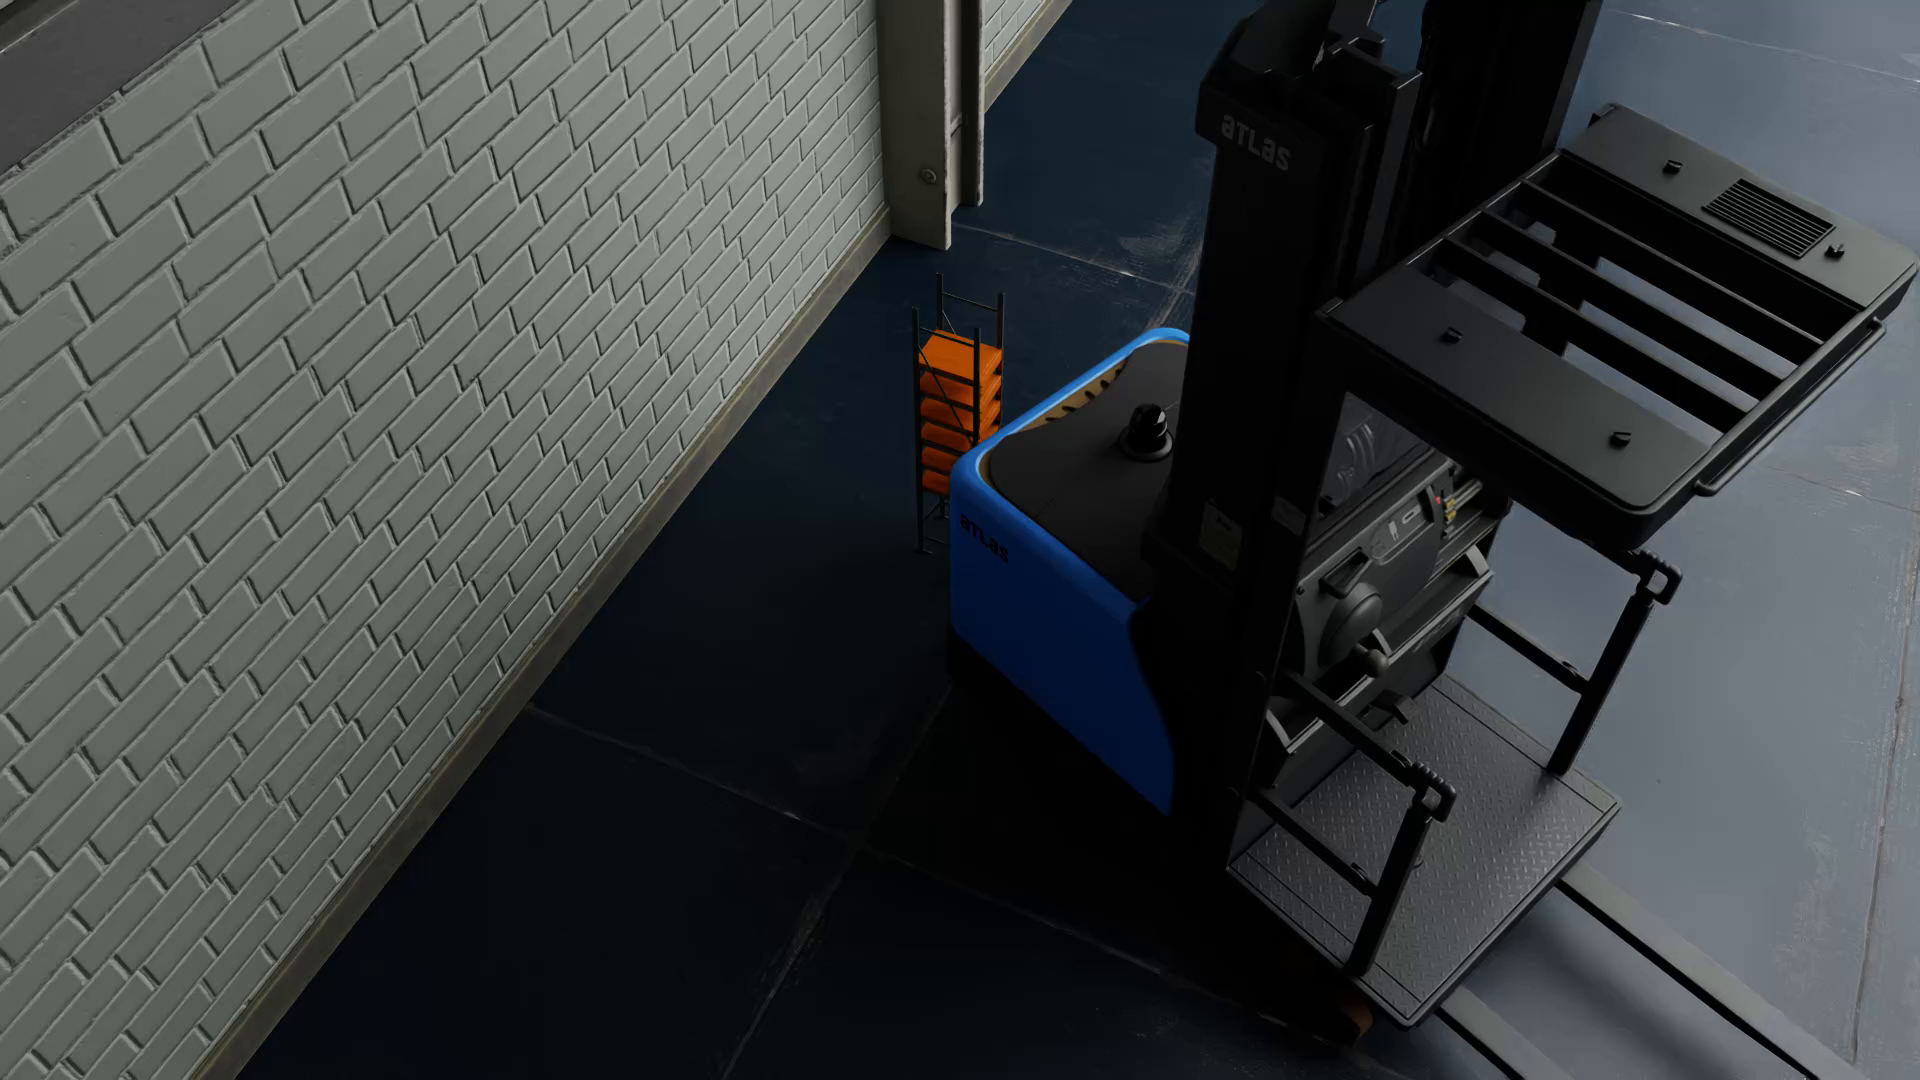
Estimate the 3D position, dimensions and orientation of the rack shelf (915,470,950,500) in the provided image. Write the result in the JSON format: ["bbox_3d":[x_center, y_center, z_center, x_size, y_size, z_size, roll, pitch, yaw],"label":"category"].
[{"bbox_3d":[-0.006,-0.195,6.001,0.258,0.103,0.180,20,52,16],"label":"rack shelf"}]

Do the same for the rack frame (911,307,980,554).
[{"bbox_3d":[-0.045,-0.316,5.731,0.240,1.200,0.006,20,52,16],"label":"rack frame"}]

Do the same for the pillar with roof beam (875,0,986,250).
[{"bbox_3d":[3.776,-2.978,2.875,9.100,9.000,0.400,20,52,16],"label":"pillar with roof beam"}]

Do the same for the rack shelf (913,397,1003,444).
[{"bbox_3d":[-0.006,-0.428,5.727,0.258,0.103,0.180,20,52,16],"label":"rack shelf"}]

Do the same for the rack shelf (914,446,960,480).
[{"bbox_3d":[-0.006,-0.272,5.910,0.258,0.103,0.180,20,52,16],"label":"rack shelf"}]

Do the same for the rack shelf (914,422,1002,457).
[{"bbox_3d":[-0.006,-0.350,5.818,0.258,0.103,0.180,20,52,16],"label":"rack shelf"}]

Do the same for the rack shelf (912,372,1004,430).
[{"bbox_3d":[-0.006,-0.506,5.636,0.258,0.103,0.180,20,52,16],"label":"rack shelf"}]

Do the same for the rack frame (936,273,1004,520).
[{"bbox_3d":[0.033,-0.442,5.838,0.240,1.200,0.006,20,52,16],"label":"rack frame"}]

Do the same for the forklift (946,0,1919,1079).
[{"bbox_3d":[1.321,0.096,4.244,1.130,2.935,3.031,-35,58,-26],"label":"forklift"}]

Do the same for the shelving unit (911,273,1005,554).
[{"bbox_3d":[-0.006,-0.379,5.785,0.258,1.200,0.189,20,52,16],"label":"shelving unit"}]

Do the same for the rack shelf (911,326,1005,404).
[{"bbox_3d":[-0.006,-0.583,5.544,0.258,0.103,0.180,20,52,16],"label":"rack shelf"}]
